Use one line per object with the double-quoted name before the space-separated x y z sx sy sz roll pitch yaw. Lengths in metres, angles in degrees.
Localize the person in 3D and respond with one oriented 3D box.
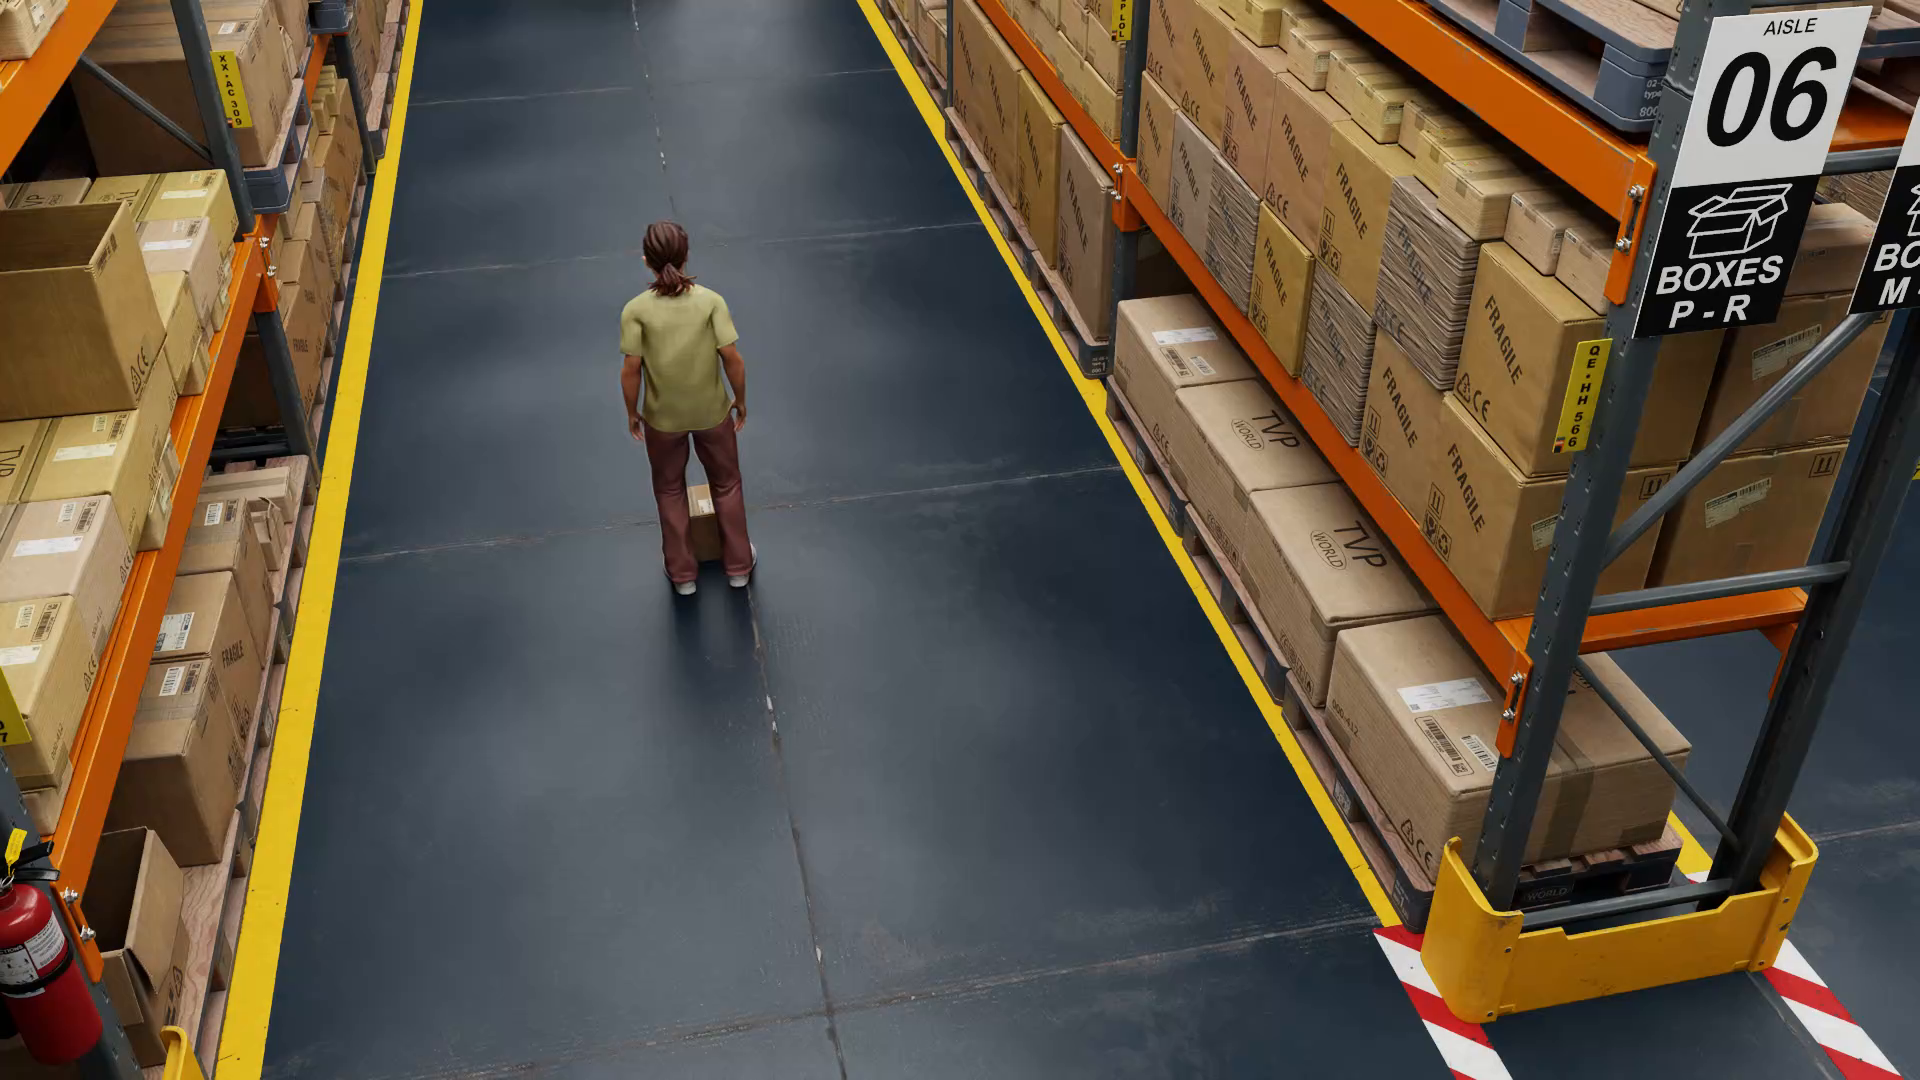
"person" -1.133 -0.426 6.973 0.499 1.438 0.357 -7 35 -10
